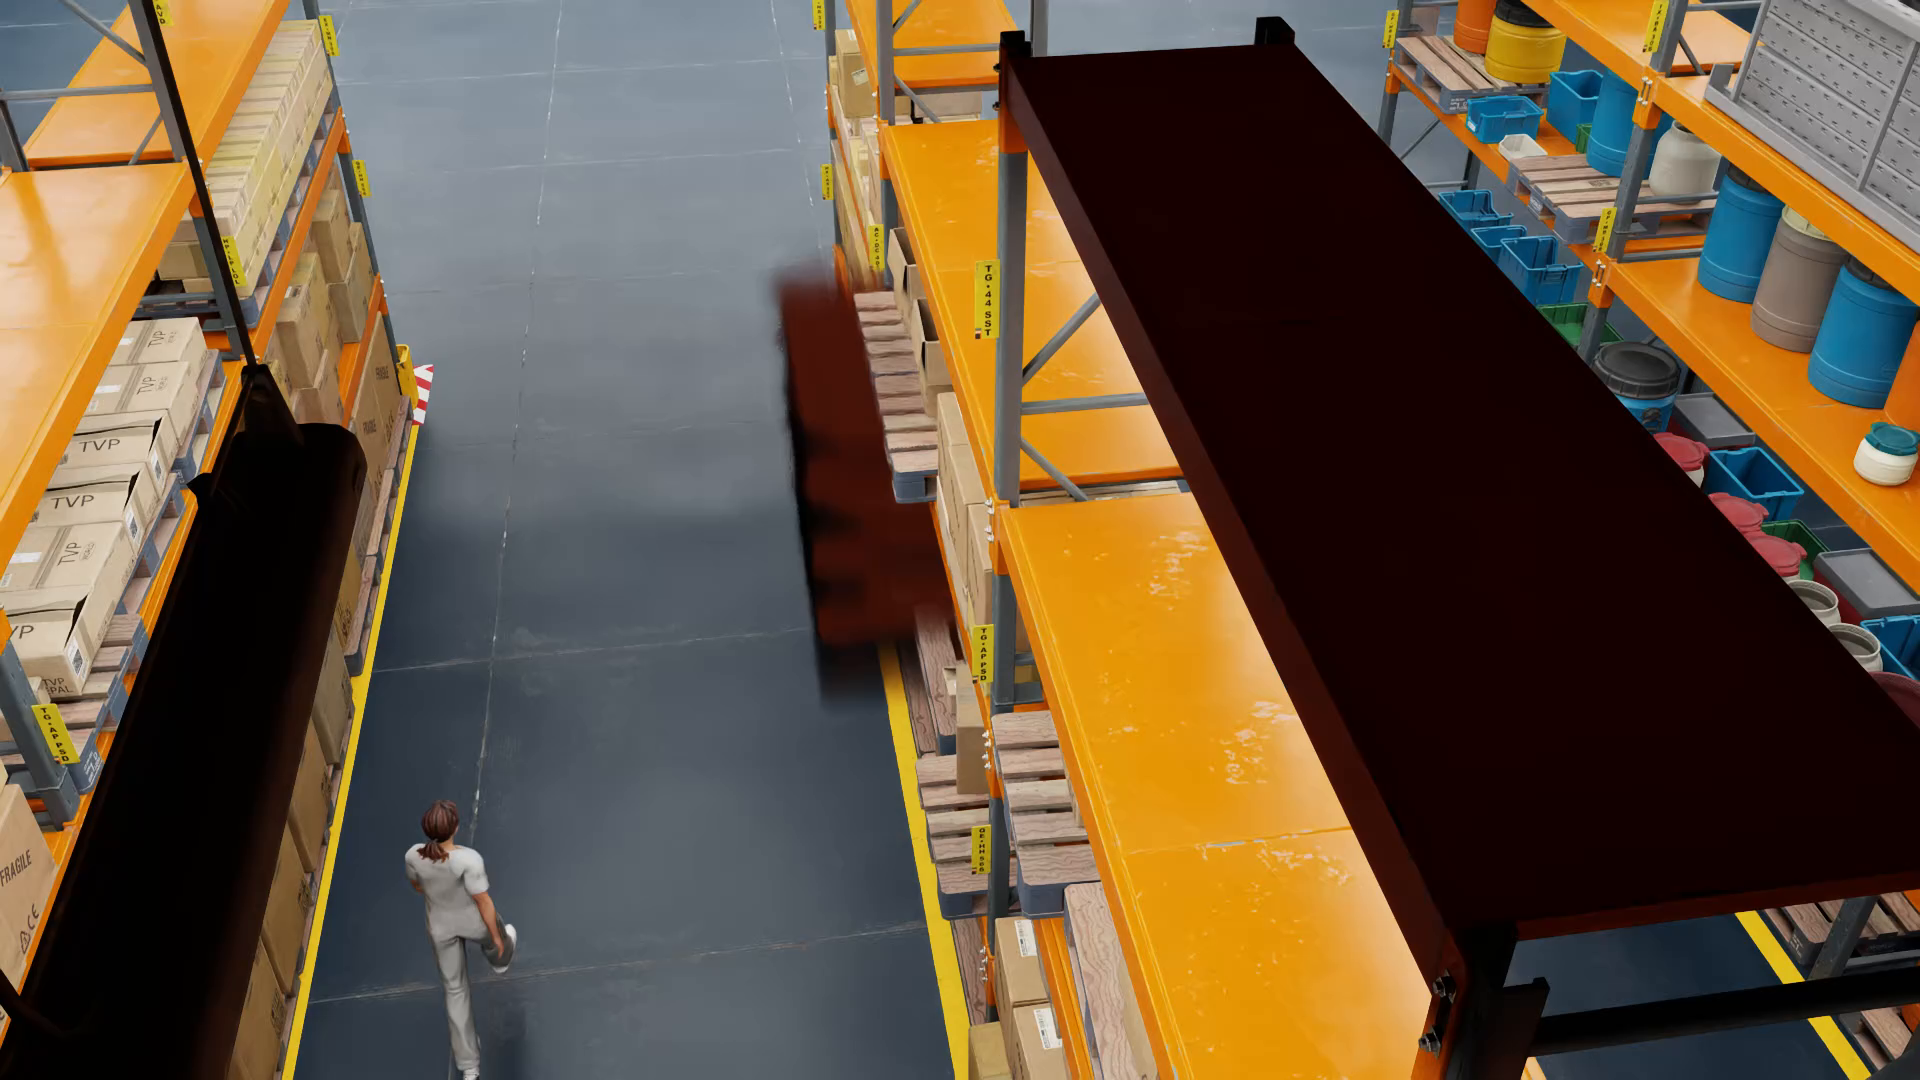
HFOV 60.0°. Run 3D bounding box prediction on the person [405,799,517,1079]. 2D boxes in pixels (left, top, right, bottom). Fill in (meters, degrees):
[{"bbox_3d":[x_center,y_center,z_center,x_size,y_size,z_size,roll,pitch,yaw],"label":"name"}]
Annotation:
[{"bbox_3d":[-2.673,1.985,8.905,0.458,1.606,1.054,-4,37,-6],"label":"person"}]
